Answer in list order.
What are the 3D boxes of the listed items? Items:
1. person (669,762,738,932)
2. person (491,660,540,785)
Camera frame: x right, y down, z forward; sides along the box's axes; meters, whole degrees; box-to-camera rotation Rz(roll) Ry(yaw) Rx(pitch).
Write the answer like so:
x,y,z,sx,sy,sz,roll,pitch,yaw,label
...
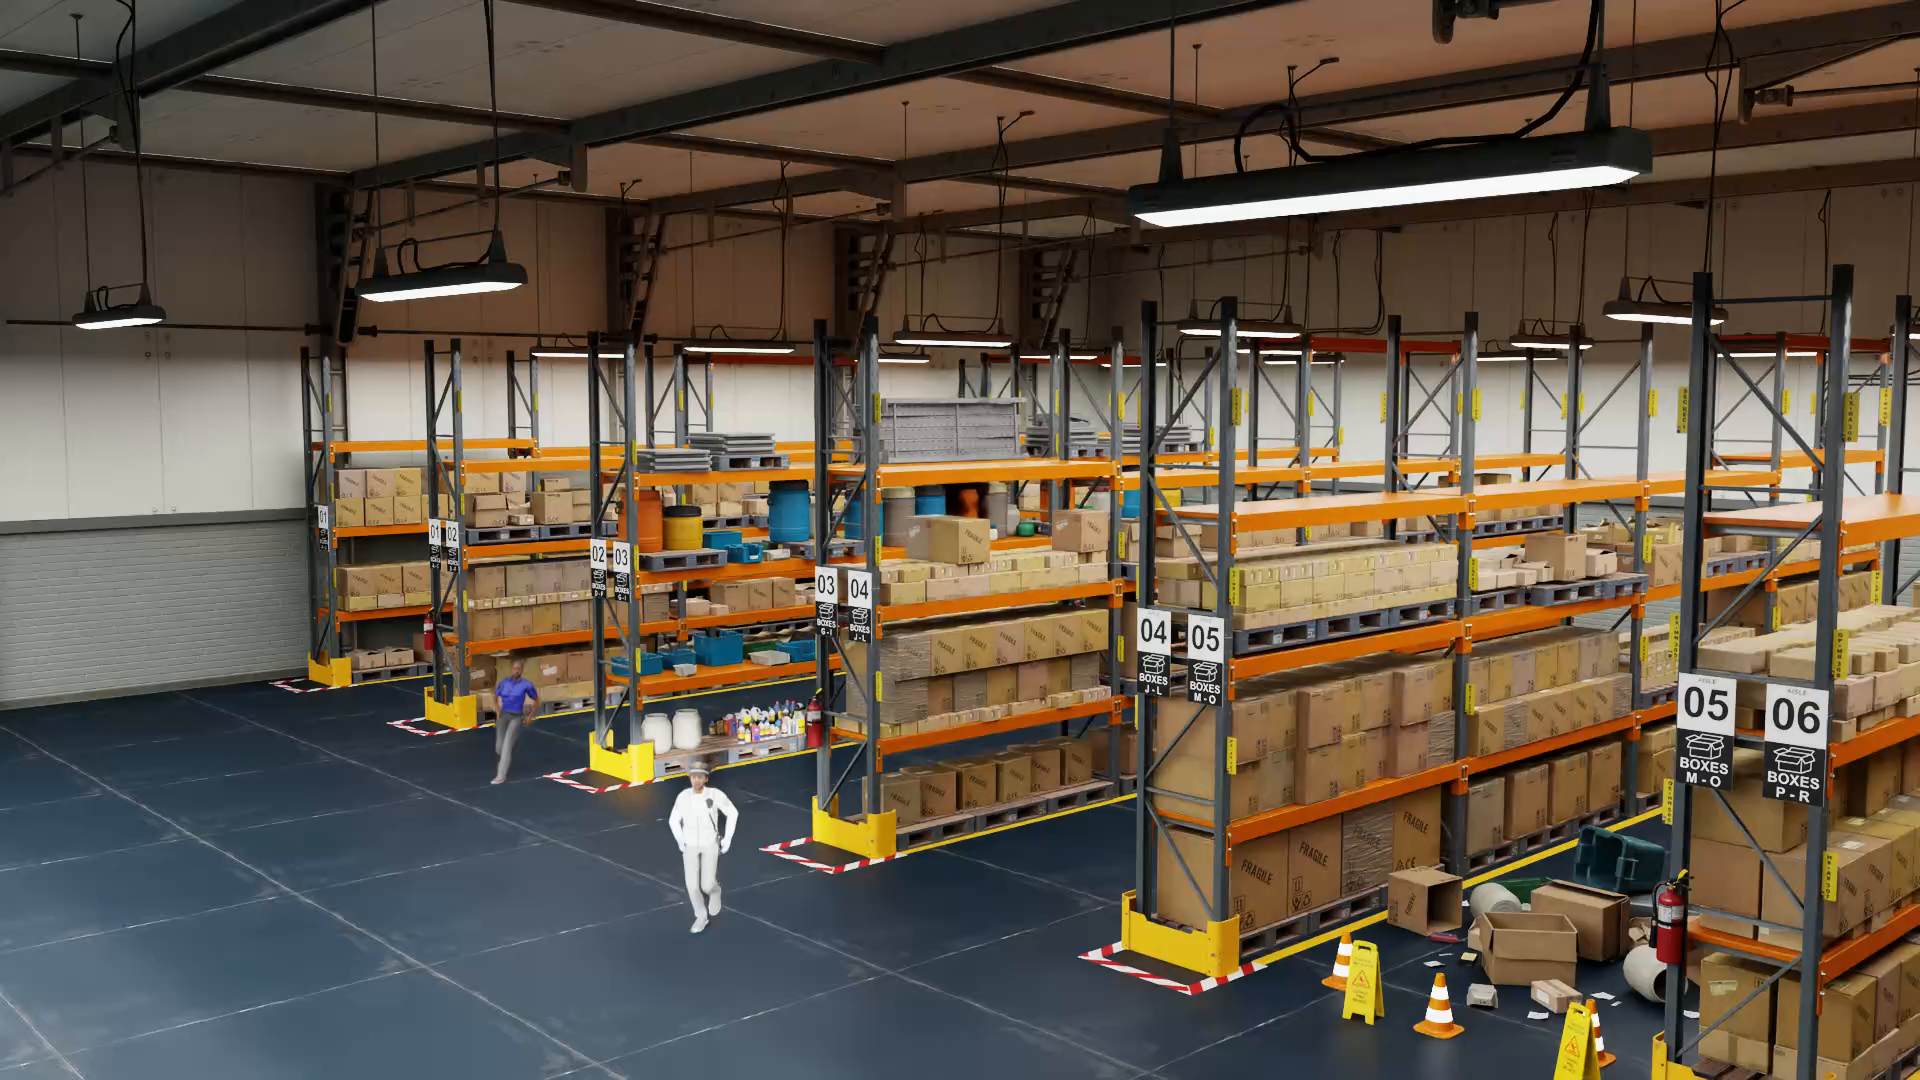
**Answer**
x,y,z,sx,sy,sz,roll,pitch,yaw,label
-2.482,2.941,16.026,0.653,1.650,0.547,0,5,2,person
-5.959,2.405,22.251,0.653,1.617,0.730,0,5,2,person
